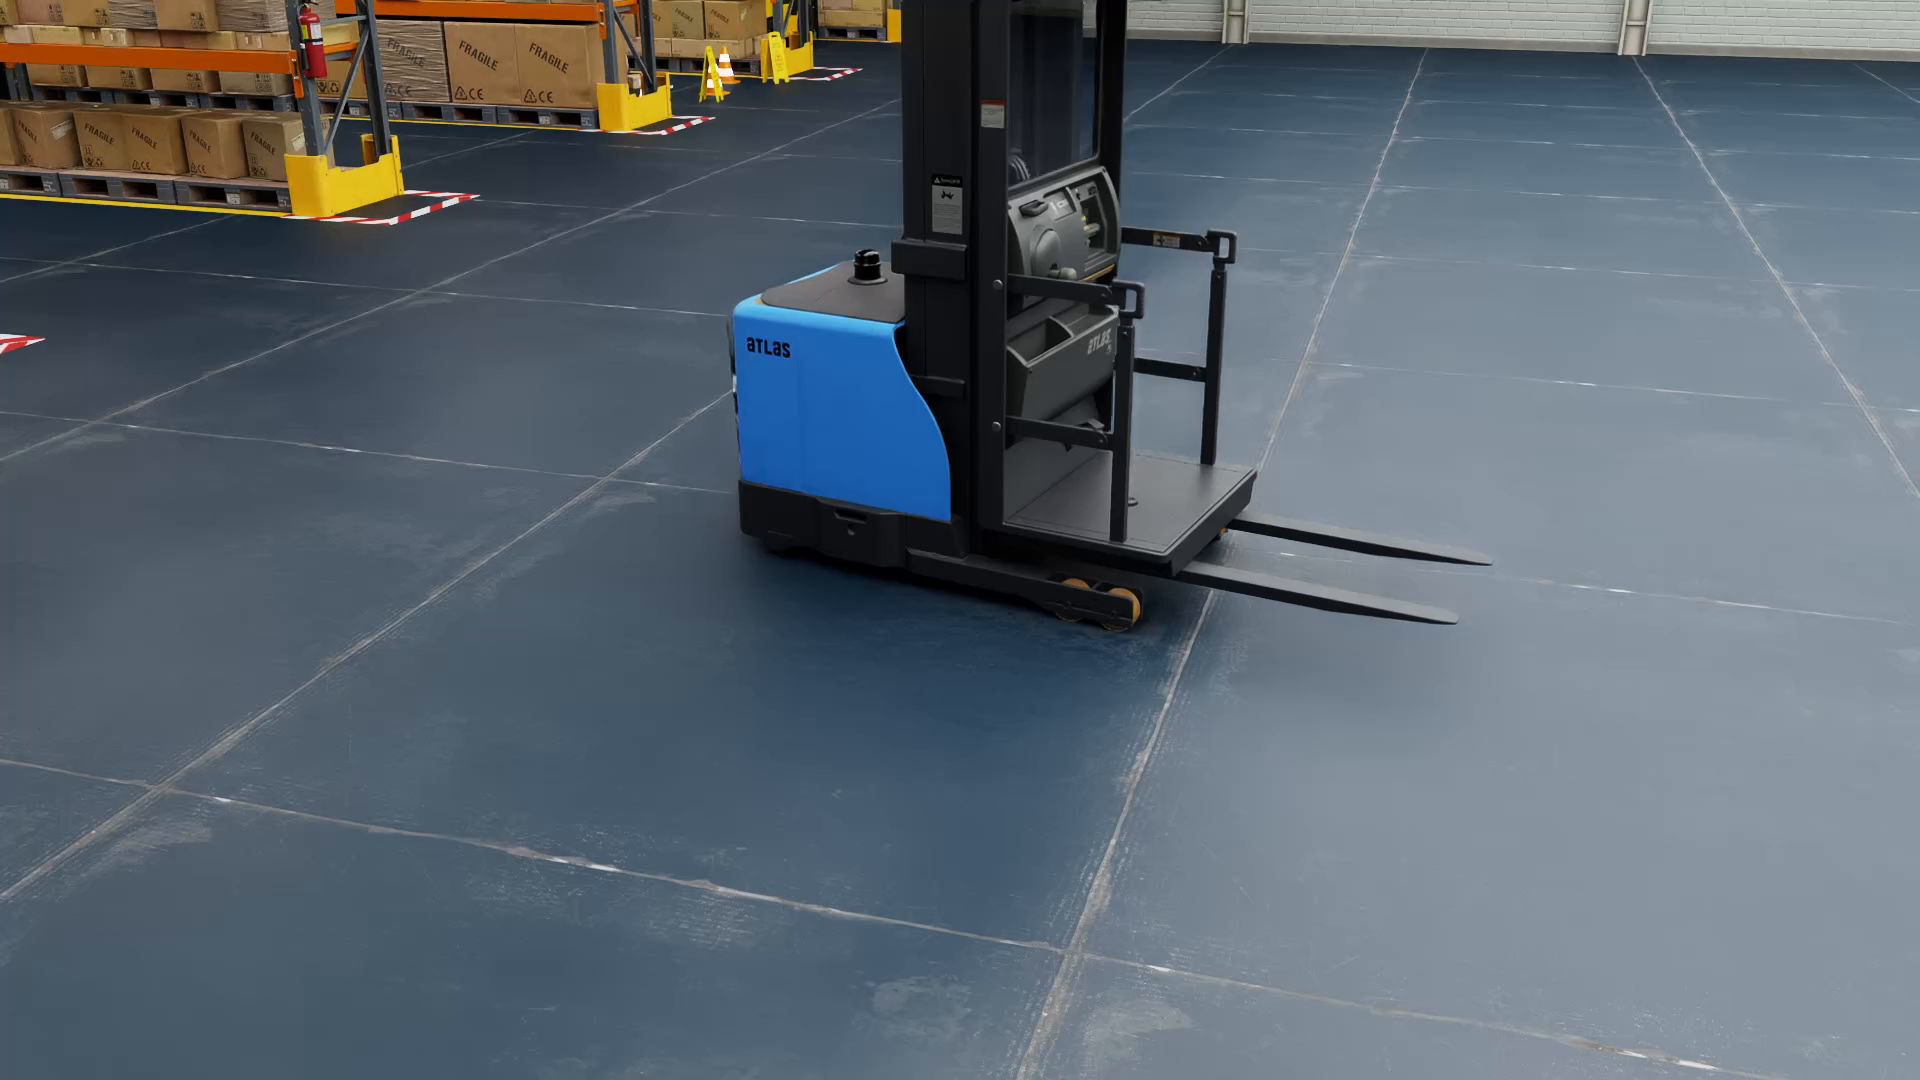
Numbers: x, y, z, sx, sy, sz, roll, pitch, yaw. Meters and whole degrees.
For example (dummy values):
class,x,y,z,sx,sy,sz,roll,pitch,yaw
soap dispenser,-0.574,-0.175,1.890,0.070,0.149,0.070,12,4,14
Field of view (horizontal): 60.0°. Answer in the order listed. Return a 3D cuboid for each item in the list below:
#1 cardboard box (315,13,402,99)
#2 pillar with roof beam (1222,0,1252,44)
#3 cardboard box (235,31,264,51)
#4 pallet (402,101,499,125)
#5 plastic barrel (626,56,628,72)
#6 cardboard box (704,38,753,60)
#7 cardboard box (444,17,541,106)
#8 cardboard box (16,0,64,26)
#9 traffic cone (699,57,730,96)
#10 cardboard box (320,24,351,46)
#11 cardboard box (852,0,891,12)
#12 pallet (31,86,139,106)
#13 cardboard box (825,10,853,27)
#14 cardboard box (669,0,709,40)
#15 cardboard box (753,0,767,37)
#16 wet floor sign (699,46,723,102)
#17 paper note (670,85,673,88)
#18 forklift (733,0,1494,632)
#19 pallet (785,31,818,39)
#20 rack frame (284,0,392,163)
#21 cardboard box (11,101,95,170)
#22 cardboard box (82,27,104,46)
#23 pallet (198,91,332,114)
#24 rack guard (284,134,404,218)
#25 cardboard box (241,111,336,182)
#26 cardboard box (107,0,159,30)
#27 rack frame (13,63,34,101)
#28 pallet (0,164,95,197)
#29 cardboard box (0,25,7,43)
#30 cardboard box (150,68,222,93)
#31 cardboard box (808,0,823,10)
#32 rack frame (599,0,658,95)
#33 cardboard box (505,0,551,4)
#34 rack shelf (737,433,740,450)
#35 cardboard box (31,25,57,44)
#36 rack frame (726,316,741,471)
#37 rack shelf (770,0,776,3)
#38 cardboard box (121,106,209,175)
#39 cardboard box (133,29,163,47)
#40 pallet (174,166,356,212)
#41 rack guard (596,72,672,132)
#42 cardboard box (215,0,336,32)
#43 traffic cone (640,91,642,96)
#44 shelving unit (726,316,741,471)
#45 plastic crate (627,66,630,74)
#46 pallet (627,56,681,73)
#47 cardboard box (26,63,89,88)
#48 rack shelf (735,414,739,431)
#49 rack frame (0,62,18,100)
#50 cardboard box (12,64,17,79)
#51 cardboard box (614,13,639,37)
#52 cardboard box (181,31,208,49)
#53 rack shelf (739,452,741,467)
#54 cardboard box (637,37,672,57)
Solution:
class,x,y,z,sx,sy,sz,roll,pitch,yaw
cardboard box,-6.900,-5.623,19.273,0.875,0.875,0.875,7,23,16
pillar with roof beam,3.205,-10.639,21.349,0.400,9.000,9.100,7,23,16
cardboard box,-5.754,-4.145,13.752,0.250,0.149,0.380,7,23,16
pallet,-5.605,-4.971,19.112,1.213,0.211,1.003,7,23,15
plastic barrel,-4.734,-6.362,22.222,0.512,0.421,0.421,-14,26,-30
cardboard box,-3.194,-6.793,22.948,0.500,0.250,0.500,6,23,15
cardboard box,-5.164,-5.425,18.790,0.875,0.875,0.875,6,23,15
cardboard box,-7.622,-4.742,14.353,0.500,0.500,0.875,7,23,16
traffic cone,-3.099,-5.842,20.902,0.334,0.463,0.336,7,23,16
cardboard box,-5.386,-4.279,14.079,0.250,0.149,0.380,7,23,16
cardboard box,-1.446,-8.775,27.120,0.500,0.250,0.500,6,23,15
pallet,-10.579,-5.541,20.500,1.213,0.211,1.003,7,23,16
cardboard box,-1.904,-8.598,27.349,0.500,0.250,0.500,7,23,15
cardboard box,-3.662,-7.196,22.941,0.500,0.500,0.500,7,23,17
cardboard box,-3.035,-7.338,23.288,0.500,0.500,0.500,6,23,14
wet floor sign,-3.053,-5.695,20.303,0.232,0.644,0.267,3,22,6
paper note,-3.799,-5.884,21.575,0.142,0.019,0.148,-1,22,-3
forklift,0.596,-1.232,6.411,3.031,2.935,1.130,11,25,26
pallet,-2.798,-8.594,27.944,1.213,0.211,1.003,7,23,15
rack frame,-5.182,-4.277,13.744,0.127,3.000,1.000,7,23,16
cardboard box,-8.090,-3.635,14.919,0.500,0.500,0.500,15,27,32
cardboard box,-7.200,-4.296,14.121,0.250,0.149,0.380,7,23,16
pallet,-8.243,-5.274,19.848,1.213,0.211,1.003,7,23,16
rack guard,-5.255,-3.129,14.239,0.348,0.500,1.175,7,23,16
cardboard box,-5.775,-3.389,14.321,0.500,0.500,0.500,11,25,25
cardboard box,-6.680,-4.613,14.039,0.500,0.500,0.875,7,23,16
rack frame,-11.312,-6.945,20.248,0.127,3.000,1.000,7,23,16
pallet,-8.358,-3.365,15.194,1.213,0.211,1.003,7,23,16
cardboard box,-8.168,-4.393,14.358,0.250,0.149,0.380,7,23,16
cardboard box,-9.025,-5.802,19.874,0.750,0.750,1.050,7,23,15
cardboard box,-2.423,-8.882,27.383,0.500,0.250,0.500,6,23,14
rack frame,-3.653,-6.068,18.110,0.127,3.000,1.000,7,23,16
cardboard box,-4.554,-6.214,18.269,0.550,0.550,0.875,7,23,16
rack shelf,-0.854,-0.472,7.547,0.200,0.077,0.258,8,24,26
cardboard box,-7.689,-4.338,14.225,0.250,0.149,0.380,7,23,16
rack frame,-0.950,-0.600,7.547,0.006,0.900,0.240,8,24,26
rack shelf,-4.234,-7.764,23.193,4.000,0.370,1.077,7,23,16
cardboard box,-6.951,-3.518,14.634,0.500,0.500,0.500,9,24,20
cardboard box,-6.716,-4.248,14.005,0.250,0.149,0.380,7,23,16
pallet,-6.022,-3.097,14.542,1.213,0.211,1.003,7,23,16
rack guard,-3.630,-4.909,18.578,0.348,0.500,1.175,7,23,16
cardboard box,-5.701,-4.531,13.840,0.500,0.500,0.875,7,23,16
traffic cone,-3.751,-5.468,19.992,0.334,0.463,0.336,7,23,16
shelving unit,-0.859,-0.587,7.502,0.210,0.900,0.258,8,24,26
plastic crate,-4.883,-6.495,22.999,0.583,0.080,0.402,-1,22,-3
pallet,-4.324,-6.832,23.648,1.213,0.211,1.003,7,23,16
cardboard box,-10.755,-5.999,20.353,0.750,0.750,1.050,6,23,15
rack shelf,-0.858,-0.556,7.514,0.200,0.077,0.258,8,24,26
rack frame,-9.012,-4.715,14.813,0.127,3.000,1.000,7,23,16
cardboard box,-12.017,-5.960,20.587,0.500,0.500,0.500,6,23,15
cardboard box,-4.650,-7.310,23.221,0.500,0.500,0.500,8,24,18
cardboard box,-6.243,-4.186,13.854,0.250,0.149,0.380,7,23,16
rack shelf,-0.851,-0.388,7.579,0.200,0.077,0.258,8,24,26
cardboard box,-4.167,-6.906,23.222,0.500,0.250,0.500,6,23,14
